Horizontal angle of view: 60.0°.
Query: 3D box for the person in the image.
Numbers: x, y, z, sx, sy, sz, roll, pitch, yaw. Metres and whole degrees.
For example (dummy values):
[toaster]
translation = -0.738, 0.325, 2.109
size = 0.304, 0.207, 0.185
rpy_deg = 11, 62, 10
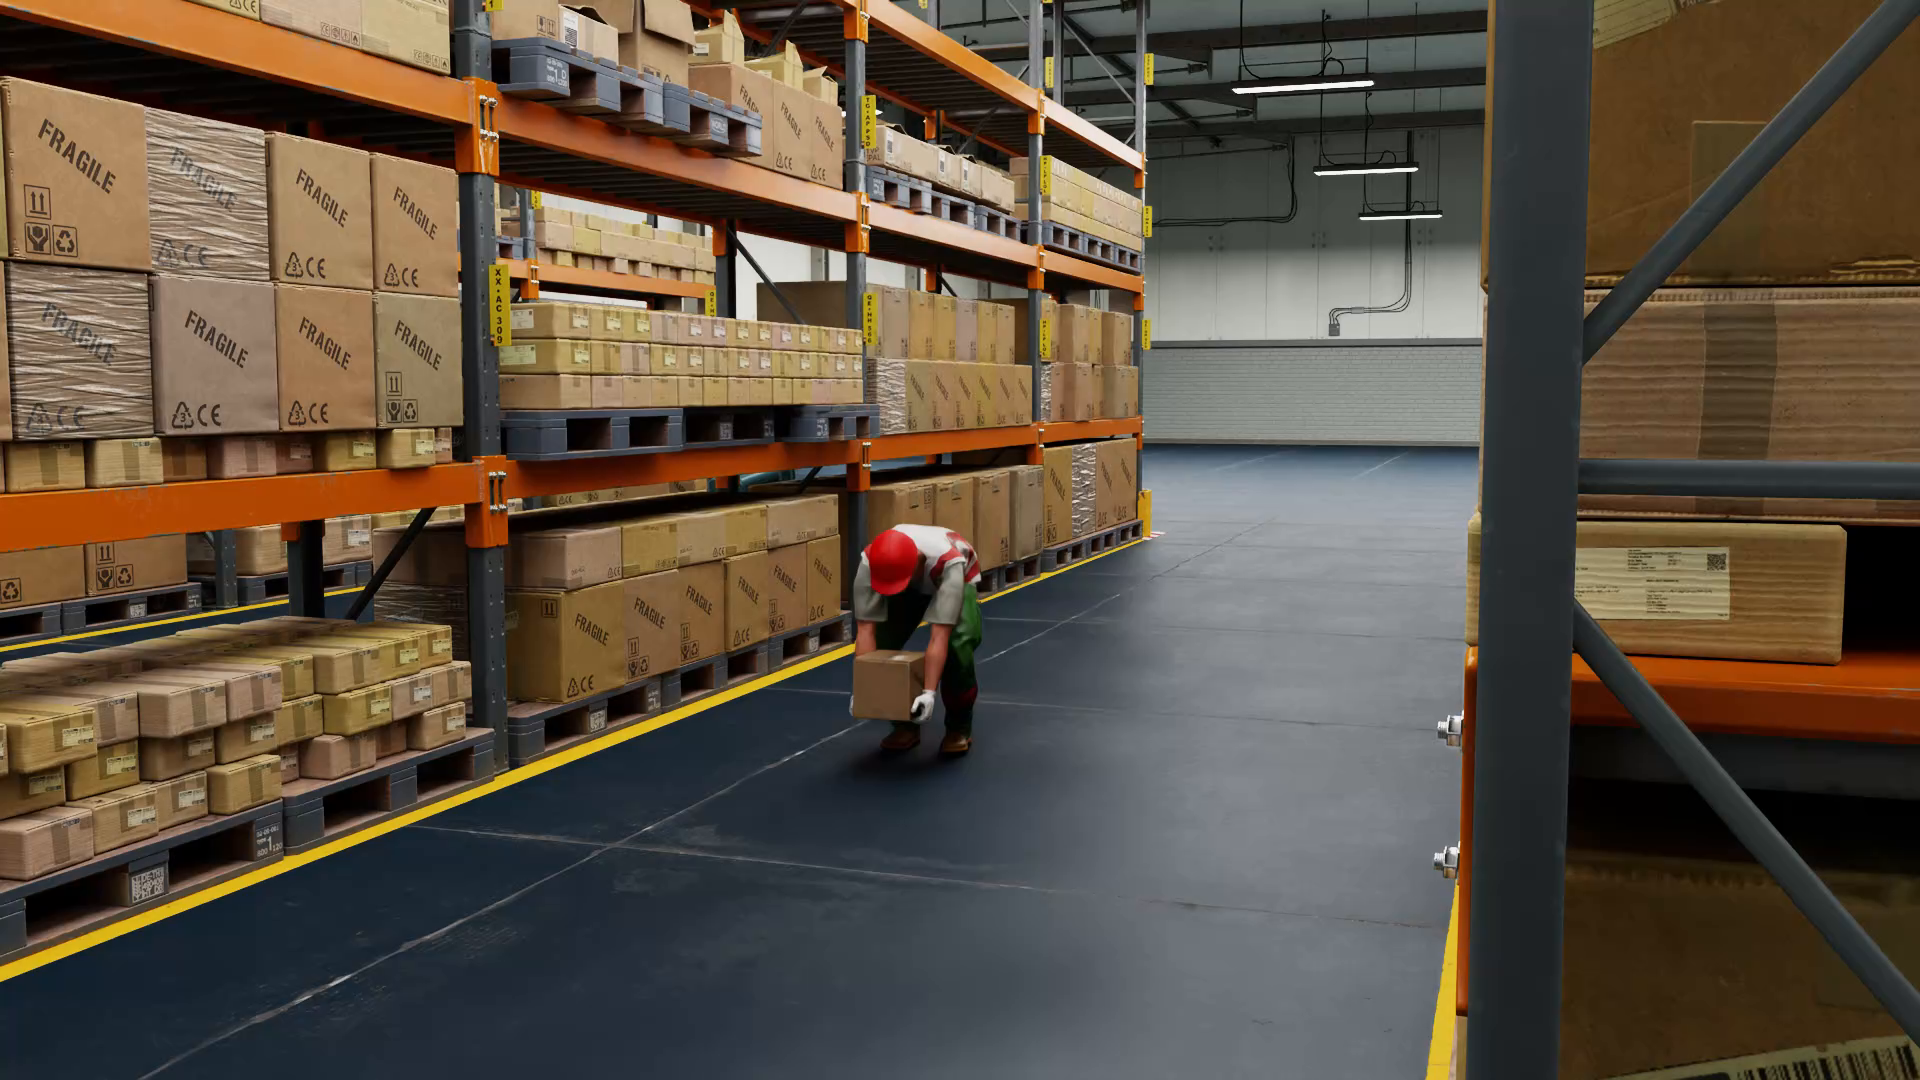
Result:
[person]
translation = -0.188, 0.436, 7.197
size = 0.533, 1.026, 0.958
rpy_deg = 1, 5, 16
